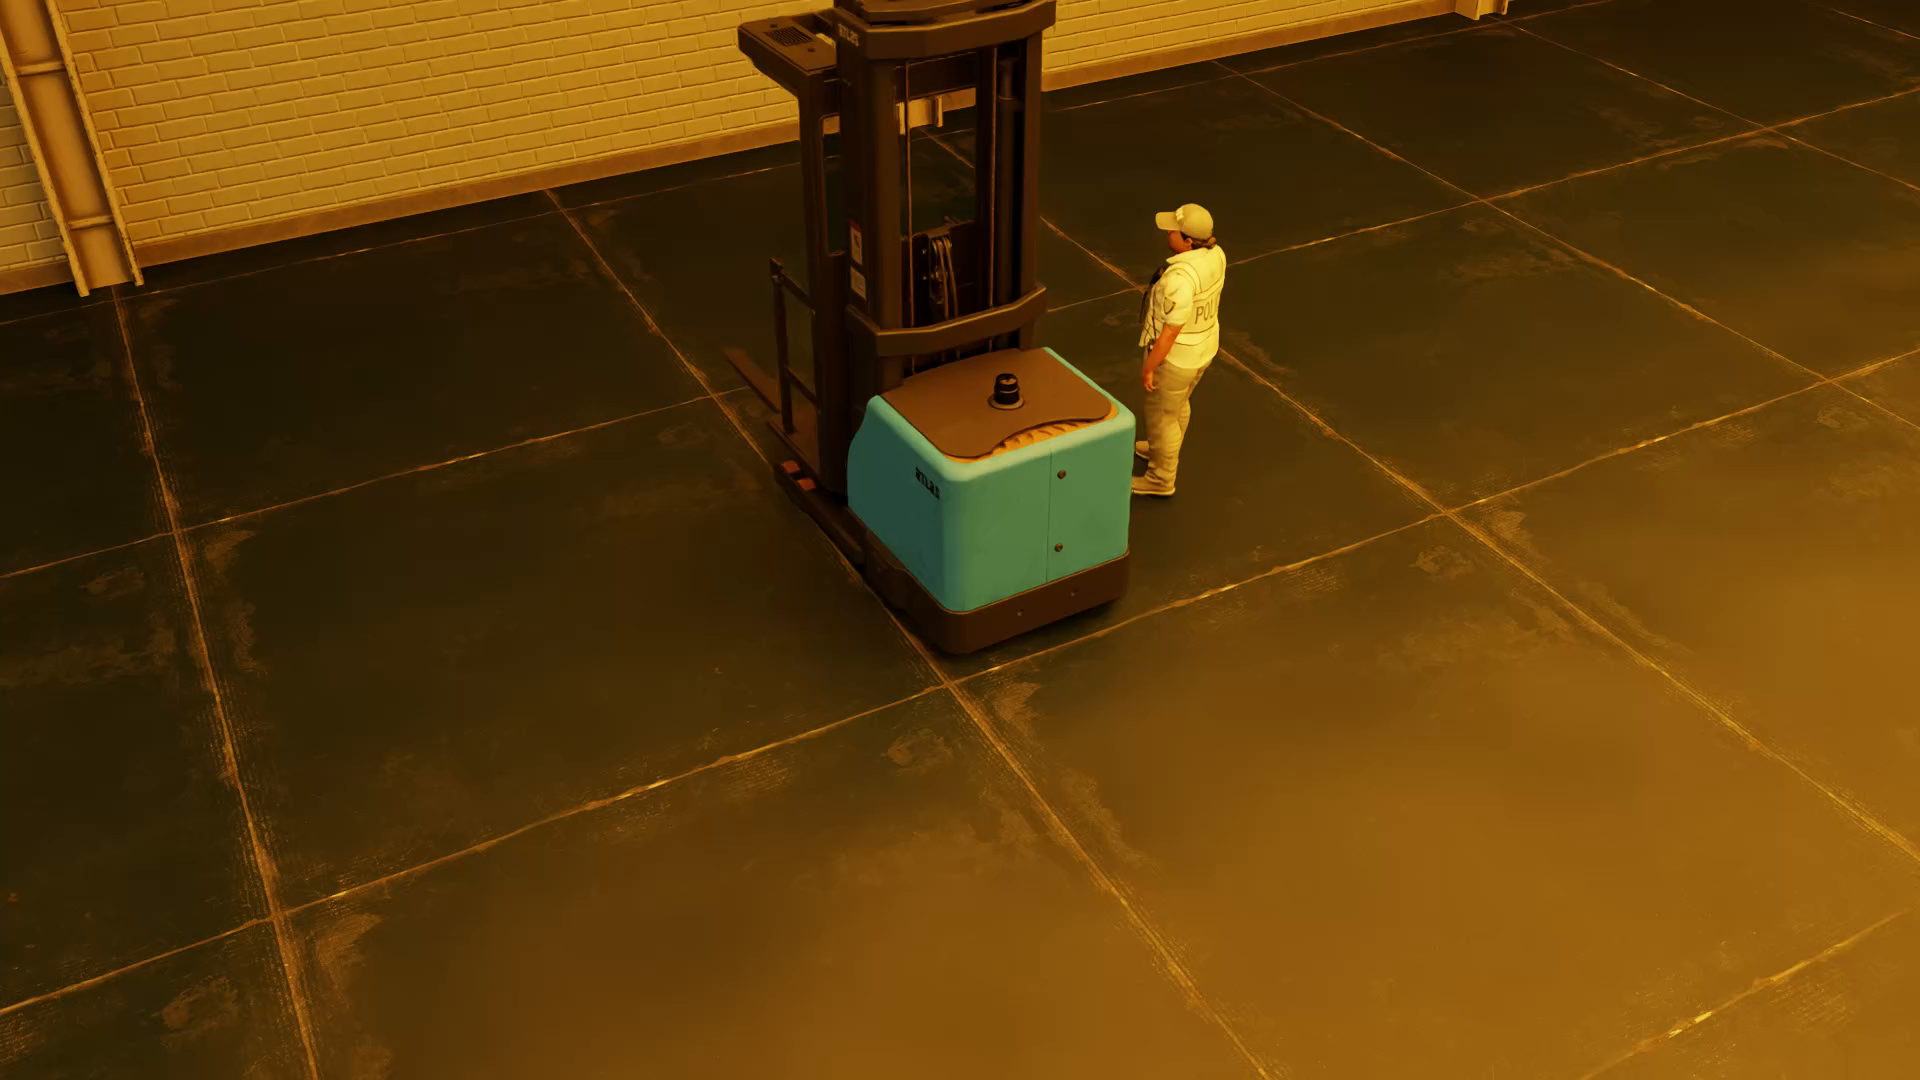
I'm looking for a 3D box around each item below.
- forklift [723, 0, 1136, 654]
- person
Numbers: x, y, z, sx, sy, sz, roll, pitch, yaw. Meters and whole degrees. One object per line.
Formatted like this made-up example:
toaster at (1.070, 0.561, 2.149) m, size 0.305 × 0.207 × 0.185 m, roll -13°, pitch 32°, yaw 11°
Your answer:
forklift at (-0.353, -1.487, 8.227) m, size 1.130 × 2.935 × 3.031 m, roll -19°, pitch 39°, yaw -24°
person at (1.067, -0.994, 8.619) m, size 0.520 × 1.677 × 0.607 m, roll 20°, pitch 40°, yaw 26°
